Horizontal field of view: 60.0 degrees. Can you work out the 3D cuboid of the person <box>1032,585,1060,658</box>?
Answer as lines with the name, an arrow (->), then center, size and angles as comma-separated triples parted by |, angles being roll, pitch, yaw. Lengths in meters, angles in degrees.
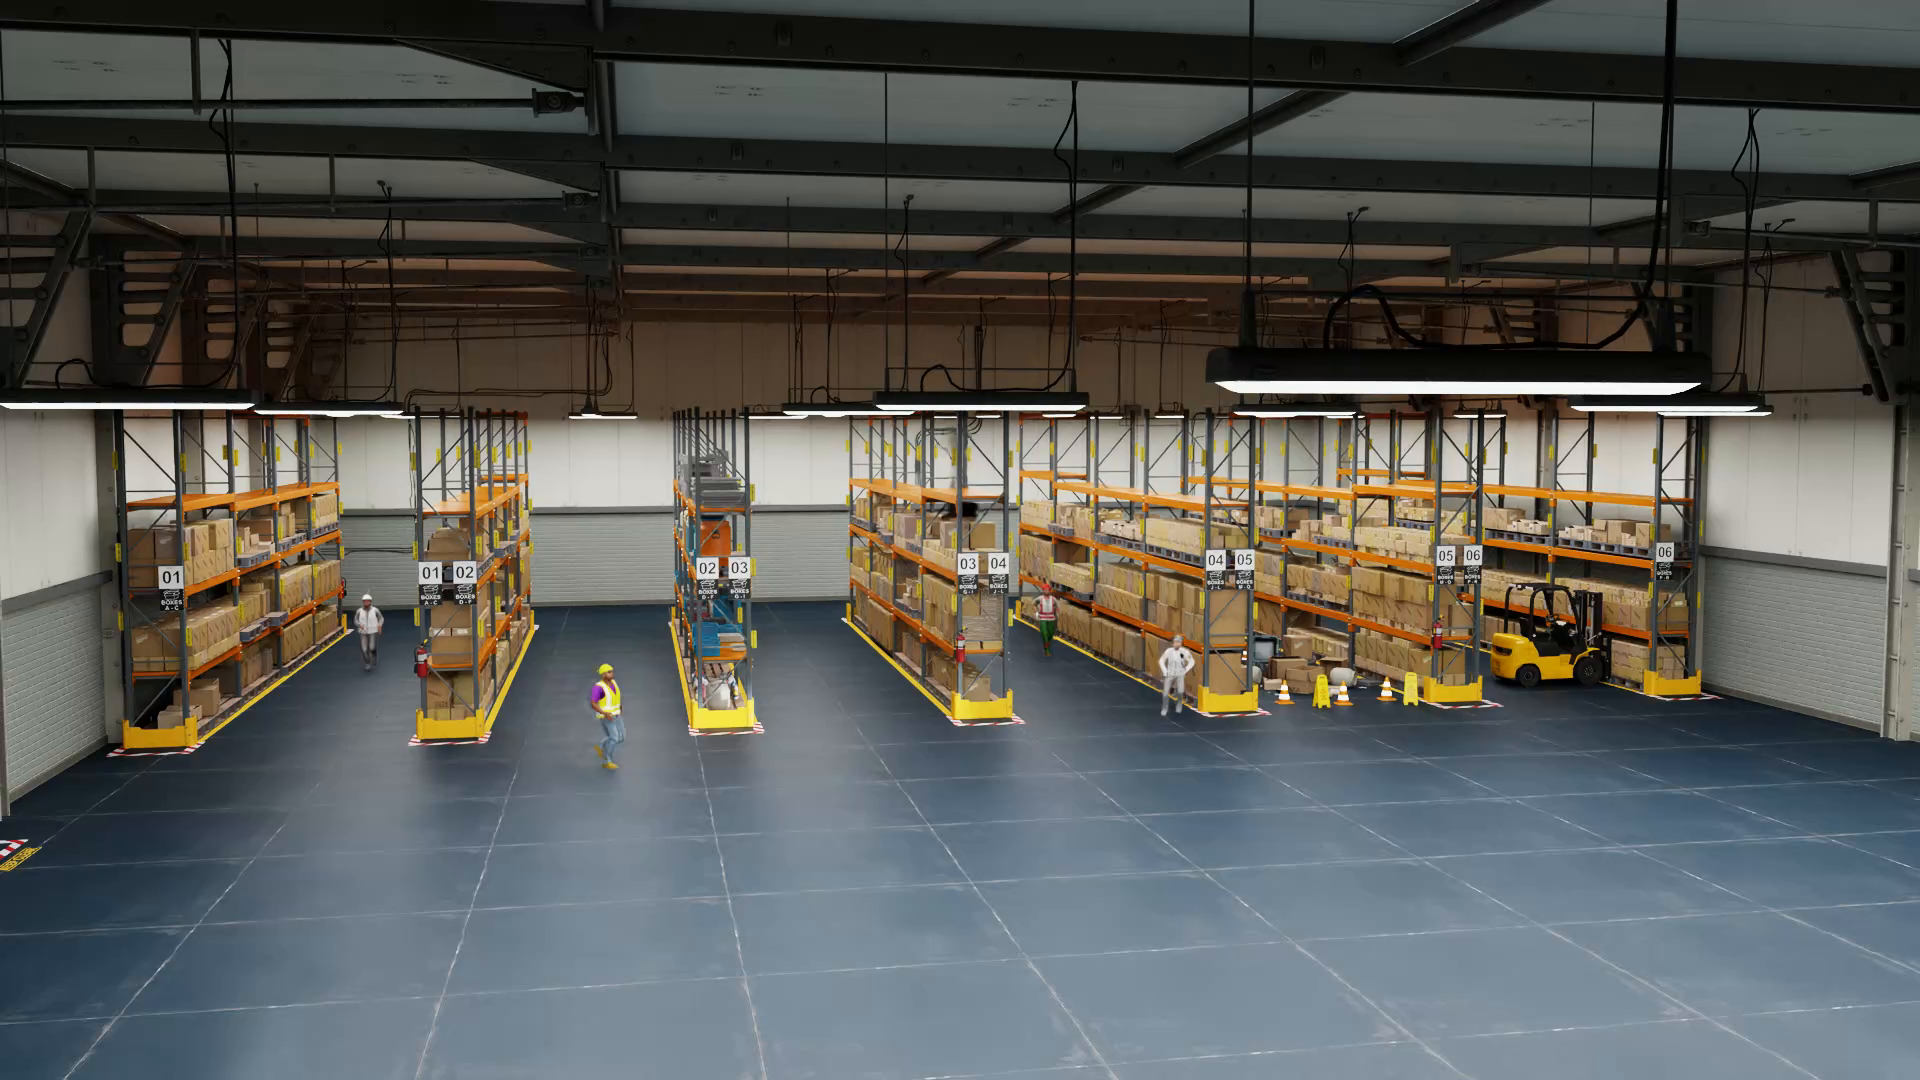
person -> 2.108, 1.972, 40.575 | 0.655, 1.761, 0.764 | -1, 4, -7

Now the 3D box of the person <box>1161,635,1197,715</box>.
person -> 4.253, 2.626, 32.346 | 0.707, 1.608, 0.614 | 0, 4, 6

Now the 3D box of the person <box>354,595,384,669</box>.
person -> -13.635, 2.126, 38.310 | 0.643, 1.732, 0.596 | -1, 4, -12

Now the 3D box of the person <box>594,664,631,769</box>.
person -> -5.742, 2.909, 27.491 | 0.523, 1.724, 0.706 | 2, 4, 21
